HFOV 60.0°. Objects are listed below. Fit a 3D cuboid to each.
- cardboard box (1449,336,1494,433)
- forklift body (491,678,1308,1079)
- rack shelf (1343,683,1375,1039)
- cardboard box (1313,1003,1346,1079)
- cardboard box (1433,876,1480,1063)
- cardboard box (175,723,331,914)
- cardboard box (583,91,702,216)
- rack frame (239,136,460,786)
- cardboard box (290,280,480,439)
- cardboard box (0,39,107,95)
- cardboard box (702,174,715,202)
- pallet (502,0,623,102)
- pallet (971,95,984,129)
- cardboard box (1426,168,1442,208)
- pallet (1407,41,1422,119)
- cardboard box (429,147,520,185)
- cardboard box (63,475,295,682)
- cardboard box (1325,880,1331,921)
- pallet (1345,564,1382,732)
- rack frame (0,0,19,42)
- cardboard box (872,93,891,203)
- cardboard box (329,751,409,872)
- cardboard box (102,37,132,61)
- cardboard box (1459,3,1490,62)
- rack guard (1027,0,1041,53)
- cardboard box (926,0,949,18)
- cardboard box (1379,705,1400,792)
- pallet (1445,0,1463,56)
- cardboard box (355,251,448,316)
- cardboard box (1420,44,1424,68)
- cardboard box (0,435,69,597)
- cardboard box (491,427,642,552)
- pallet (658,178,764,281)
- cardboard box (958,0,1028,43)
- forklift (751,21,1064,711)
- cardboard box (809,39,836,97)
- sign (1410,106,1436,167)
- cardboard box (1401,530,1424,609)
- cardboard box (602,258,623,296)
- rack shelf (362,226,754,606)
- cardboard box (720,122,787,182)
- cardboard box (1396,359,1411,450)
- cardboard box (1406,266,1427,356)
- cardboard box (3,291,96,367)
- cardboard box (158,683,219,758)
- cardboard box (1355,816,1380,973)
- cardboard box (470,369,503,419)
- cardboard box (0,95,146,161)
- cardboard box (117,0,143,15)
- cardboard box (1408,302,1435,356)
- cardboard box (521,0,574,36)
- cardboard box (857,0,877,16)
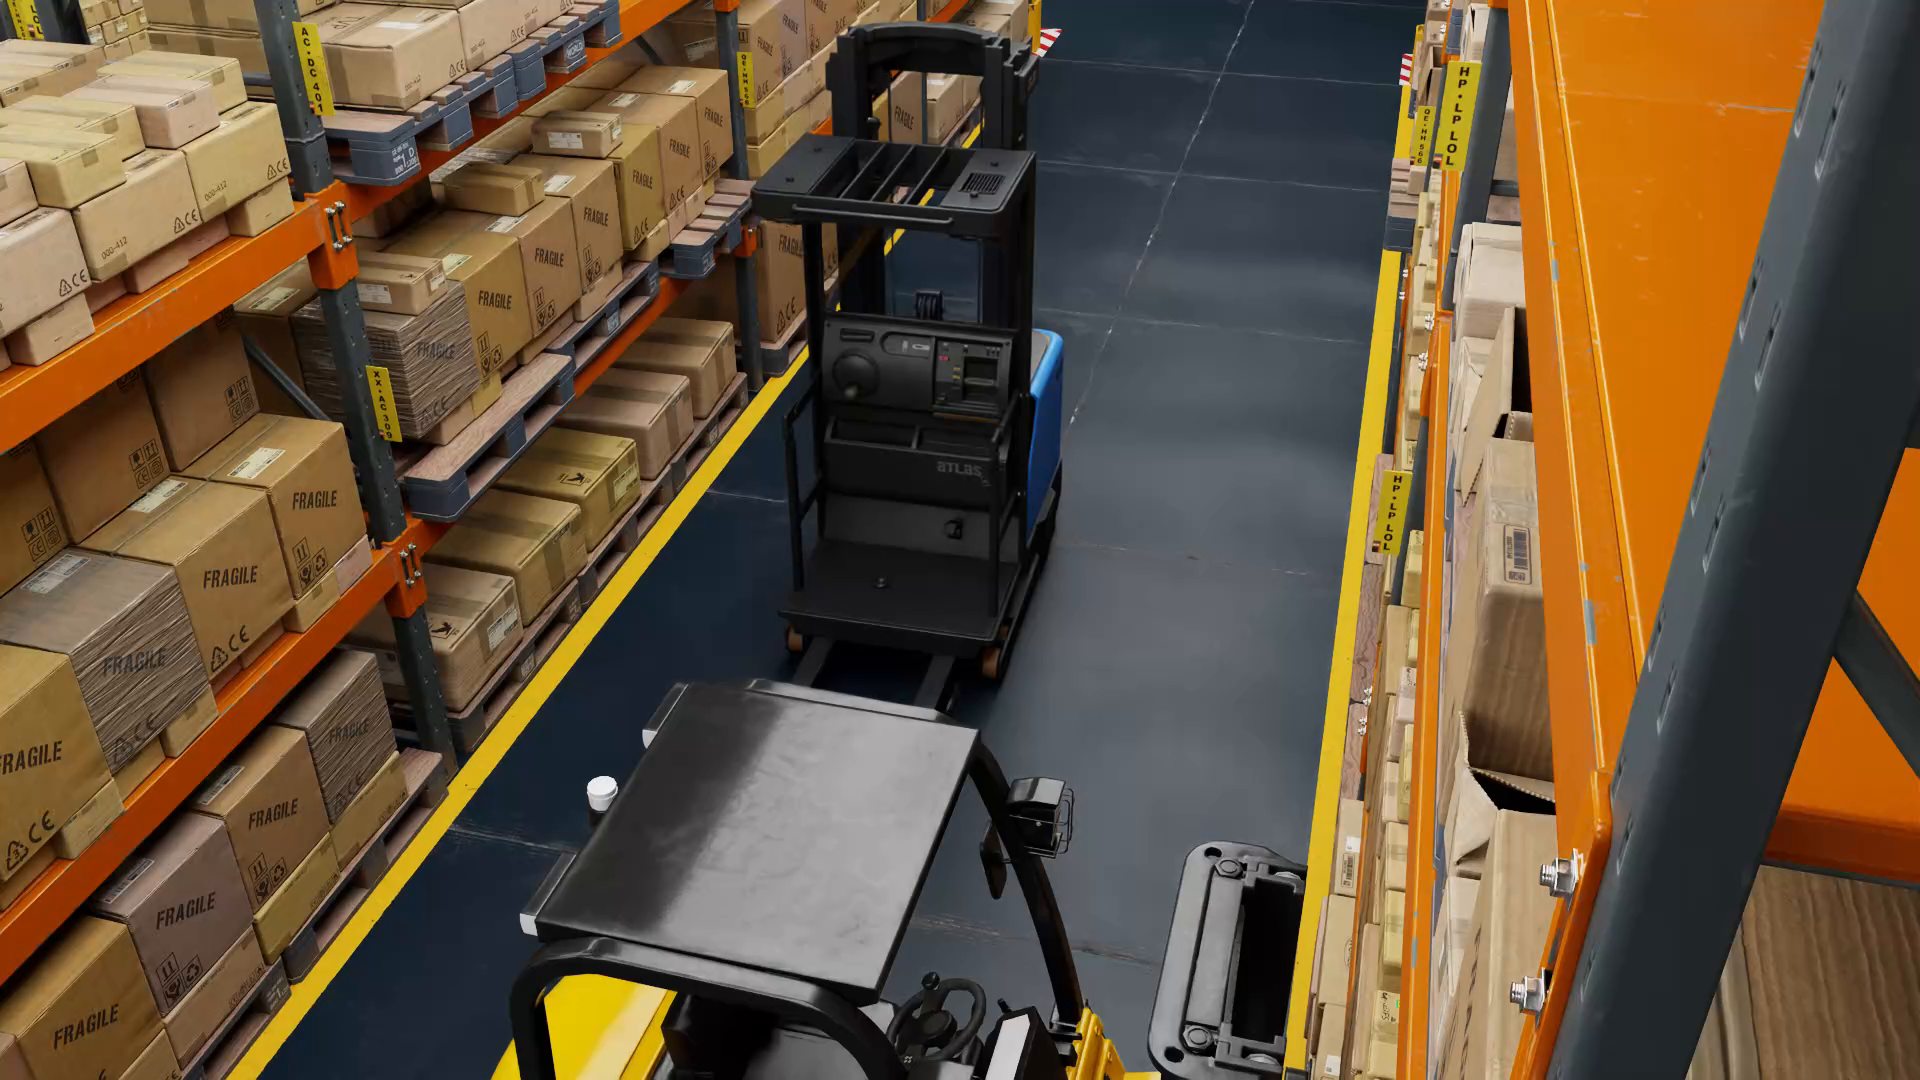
[{"bbox_3d":[1.398,-0.355,4.036,0.380,0.149,0.250,9,34,14],"label":"cardboard box"},{"bbox_3d":[-0.298,1.635,4.743,2.313,2.155,1.214,8,33,12],"label":"forklift body"},{"bbox_3d":[1.493,1.775,4.402,1.077,0.370,4.000,8,33,12],"label":"rack shelf"},{"bbox_3d":[1.319,1.727,5.047,0.500,0.250,0.500,9,34,14],"label":"cardboard box"},{"bbox_3d":[0.902,0.659,2.441,0.380,0.149,0.250,7,33,11],"label":"cardboard box"},{"bbox_3d":[-2.820,1.034,6.369,0.500,0.500,0.500,9,33,13],"label":"cardboard box"},{"bbox_3d":[-1.754,-2.117,9.092,0.500,0.500,0.500,7,33,12],"label":"cardboard box"},{"bbox_3d":[-2.802,-0.240,6.902,1.000,3.000,0.127,8,33,12],"label":"rack frame"},{"bbox_3d":[-2.405,-0.789,7.004,0.500,0.500,0.500,9,33,14],"label":"cardboard box"},{"bbox_3d":[-3.197,-1.617,5.763,0.380,0.149,0.250,7,33,12],"label":"cardboard box"},{"bbox_3d":[-1.640,-2.036,9.569,0.380,0.149,0.250,9,33,13],"label":"cardboard box"},{"bbox_3d":[-2.282,-2.271,7.476,1.213,0.211,1.003,8,33,12],"label":"pallet"},{"bbox_3d":[-0.195,-4.234,15.783,1.003,0.211,1.213,8,33,12],"label":"pallet"},{"bbox_3d":[2.650,-1.833,8.709,0.380,0.149,0.250,9,34,14],"label":"cardboard box"},{"bbox_3d":[3.722,-3.237,11.794,1.003,0.211,1.213,8,33,12],"label":"pallet"},{"bbox_3d":[-2.513,-1.652,8.361,0.500,0.500,0.500,7,33,11],"label":"cardboard box"},{"bbox_3d":[-2.798,0.125,5.957,0.500,0.500,0.500,9,34,14],"label":"cardboard box"},{"bbox_3d":[1.579,1.415,6.004,0.500,0.250,0.500,8,33,12],"label":"cardboard box"},{"bbox_3d":[2.457,0.588,8.198,1.003,0.211,1.213,8,33,12],"label":"pallet"},{"bbox_3d":[-6.600,-2.937,11.144,1.000,3.000,0.127,8,33,12],"label":"rack frame"},{"bbox_3d":[-1.073,-2.870,12.627,0.875,0.875,0.875,9,34,14],"label":"cardboard box"},{"bbox_3d":[-2.692,1.086,6.986,0.500,0.250,0.500,10,34,15],"label":"cardboard box"},{"bbox_3d":[-6.155,-3.493,11.860,0.380,0.149,0.250,10,34,15],"label":"cardboard box"},{"bbox_3d":[2.143,-1.821,6.191,0.500,0.311,0.500,7,33,11],"label":"cardboard box"},{"bbox_3d":[0.250,-5.425,17.387,1.175,0.500,0.348,8,33,12],"label":"rack guard"},{"bbox_3d":[-0.399,-4.642,13.732,0.500,0.500,0.500,9,34,14],"label":"cardboard box"},{"bbox_3d":[1.427,0.639,4.821,0.380,0.149,0.250,9,33,13],"label":"cardboard box"},{"bbox_3d":[2.930,-2.464,7.780,1.213,0.211,1.003,10,34,15],"label":"pallet"},{"bbox_3d":[-2.340,-1.055,6.816,0.380,0.149,0.250,8,33,12],"label":"cardboard box"},{"bbox_3d":[3.307,-3.169,11.243,0.396,0.266,0.258,10,34,15],"label":"cardboard box"},{"bbox_3d":[-3.428,-0.112,5.398,0.700,0.500,0.500,7,33,11],"label":"cardboard box"},{"bbox_3d":[-2.317,-0.315,9.078,0.950,0.372,0.625,9,34,14],"label":"cardboard box"},{"bbox_3d":[-1.864,-1.851,9.614,1.213,0.211,1.003,8,33,12],"label":"pallet"},{"bbox_3d":[0.173,-5.207,16.711,0.875,0.438,0.875,7,33,11],"label":"cardboard box"},{"bbox_3d":[-0.258,-0.771,7.800,1.130,2.935,3.031,7,33,11],"label":"forklift"},{"bbox_3d":[-1.149,-3.218,11.259,0.500,0.250,0.500,8,33,12],"label":"cardboard box"},{"bbox_3d":[2.488,-2.166,8.926,0.100,0.325,0.005,8,33,12],"label":"sign"},{"bbox_3d":[1.633,0.117,5.364,0.380,0.149,0.250,9,33,13],"label":"cardboard box"},{"bbox_3d":[-1.959,-1.370,8.522,0.380,0.149,0.250,7,33,11],"label":"cardboard box"},{"bbox_3d":[-2.294,-0.974,8.727,1.077,0.370,4.000,8,33,12],"label":"rack shelf"},{"bbox_3d":[-1.419,-2.472,10.553,0.500,0.250,0.500,7,33,12],"label":"cardboard box"},{"bbox_3d":[2.277,-0.584,7.583,0.500,0.250,0.500,9,34,14],"label":"cardboard box"},{"bbox_3d":[2.388,-1.064,7.871,0.500,0.250,0.500,7,33,11],"label":"cardboard box"},{"bbox_3d":[-2.862,-0.663,5.004,0.380,0.149,0.250,9,34,14],"label":"cardboard box"},{"bbox_3d":[-2.843,0.602,5.811,0.380,0.149,0.250,8,33,12],"label":"cardboard box"},{"bbox_3d":[1.392,1.122,4.666,0.500,0.500,0.500,8,33,12],"label":"cardboard box"},{"bbox_3d":[-2.284,-0.683,7.442,0.380,0.149,0.250,9,33,13],"label":"cardboard box"},{"bbox_3d":[-2.815,-1.274,5.223,0.380,0.149,0.250,9,33,14],"label":"cardboard box"},{"bbox_3d":[-6.096,-3.877,11.910,0.380,0.149,0.250,7,33,10],"label":"cardboard box"},{"bbox_3d":[2.160,-0.905,7.249,0.380,0.149,0.250,7,33,11],"label":"cardboard box"},{"bbox_3d":[-2.032,-2.396,7.245,0.500,0.250,0.500,8,33,12],"label":"cardboard box"},{"bbox_3d":[-0.914,-4.060,11.885,0.500,0.500,0.500,9,34,14],"label":"cardboard box"}]
